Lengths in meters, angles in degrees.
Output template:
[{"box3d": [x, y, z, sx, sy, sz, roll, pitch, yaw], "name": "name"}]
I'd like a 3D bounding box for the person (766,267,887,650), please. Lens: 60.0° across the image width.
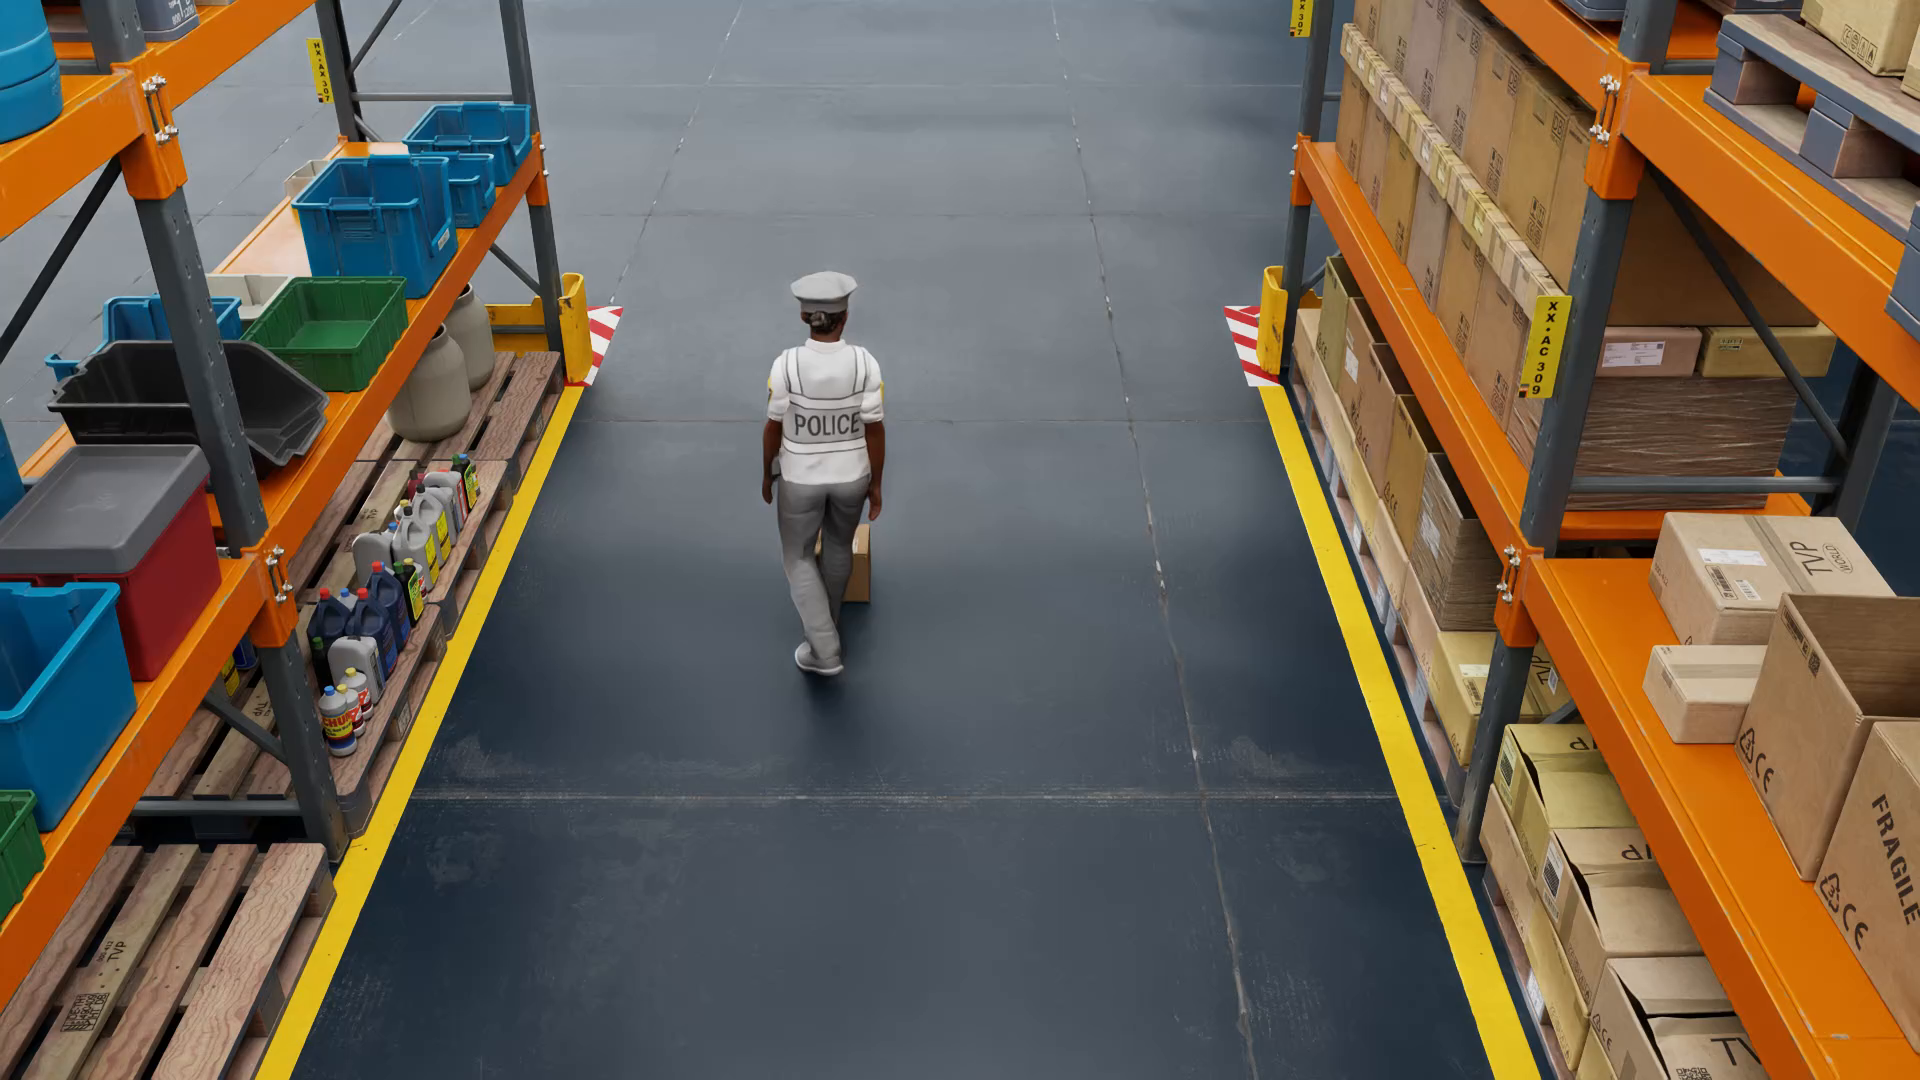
[{"box3d": [-0.548, -0.283, 6.572, 0.516, 1.673, 0.464, -4, 32, -6], "name": "person"}]
